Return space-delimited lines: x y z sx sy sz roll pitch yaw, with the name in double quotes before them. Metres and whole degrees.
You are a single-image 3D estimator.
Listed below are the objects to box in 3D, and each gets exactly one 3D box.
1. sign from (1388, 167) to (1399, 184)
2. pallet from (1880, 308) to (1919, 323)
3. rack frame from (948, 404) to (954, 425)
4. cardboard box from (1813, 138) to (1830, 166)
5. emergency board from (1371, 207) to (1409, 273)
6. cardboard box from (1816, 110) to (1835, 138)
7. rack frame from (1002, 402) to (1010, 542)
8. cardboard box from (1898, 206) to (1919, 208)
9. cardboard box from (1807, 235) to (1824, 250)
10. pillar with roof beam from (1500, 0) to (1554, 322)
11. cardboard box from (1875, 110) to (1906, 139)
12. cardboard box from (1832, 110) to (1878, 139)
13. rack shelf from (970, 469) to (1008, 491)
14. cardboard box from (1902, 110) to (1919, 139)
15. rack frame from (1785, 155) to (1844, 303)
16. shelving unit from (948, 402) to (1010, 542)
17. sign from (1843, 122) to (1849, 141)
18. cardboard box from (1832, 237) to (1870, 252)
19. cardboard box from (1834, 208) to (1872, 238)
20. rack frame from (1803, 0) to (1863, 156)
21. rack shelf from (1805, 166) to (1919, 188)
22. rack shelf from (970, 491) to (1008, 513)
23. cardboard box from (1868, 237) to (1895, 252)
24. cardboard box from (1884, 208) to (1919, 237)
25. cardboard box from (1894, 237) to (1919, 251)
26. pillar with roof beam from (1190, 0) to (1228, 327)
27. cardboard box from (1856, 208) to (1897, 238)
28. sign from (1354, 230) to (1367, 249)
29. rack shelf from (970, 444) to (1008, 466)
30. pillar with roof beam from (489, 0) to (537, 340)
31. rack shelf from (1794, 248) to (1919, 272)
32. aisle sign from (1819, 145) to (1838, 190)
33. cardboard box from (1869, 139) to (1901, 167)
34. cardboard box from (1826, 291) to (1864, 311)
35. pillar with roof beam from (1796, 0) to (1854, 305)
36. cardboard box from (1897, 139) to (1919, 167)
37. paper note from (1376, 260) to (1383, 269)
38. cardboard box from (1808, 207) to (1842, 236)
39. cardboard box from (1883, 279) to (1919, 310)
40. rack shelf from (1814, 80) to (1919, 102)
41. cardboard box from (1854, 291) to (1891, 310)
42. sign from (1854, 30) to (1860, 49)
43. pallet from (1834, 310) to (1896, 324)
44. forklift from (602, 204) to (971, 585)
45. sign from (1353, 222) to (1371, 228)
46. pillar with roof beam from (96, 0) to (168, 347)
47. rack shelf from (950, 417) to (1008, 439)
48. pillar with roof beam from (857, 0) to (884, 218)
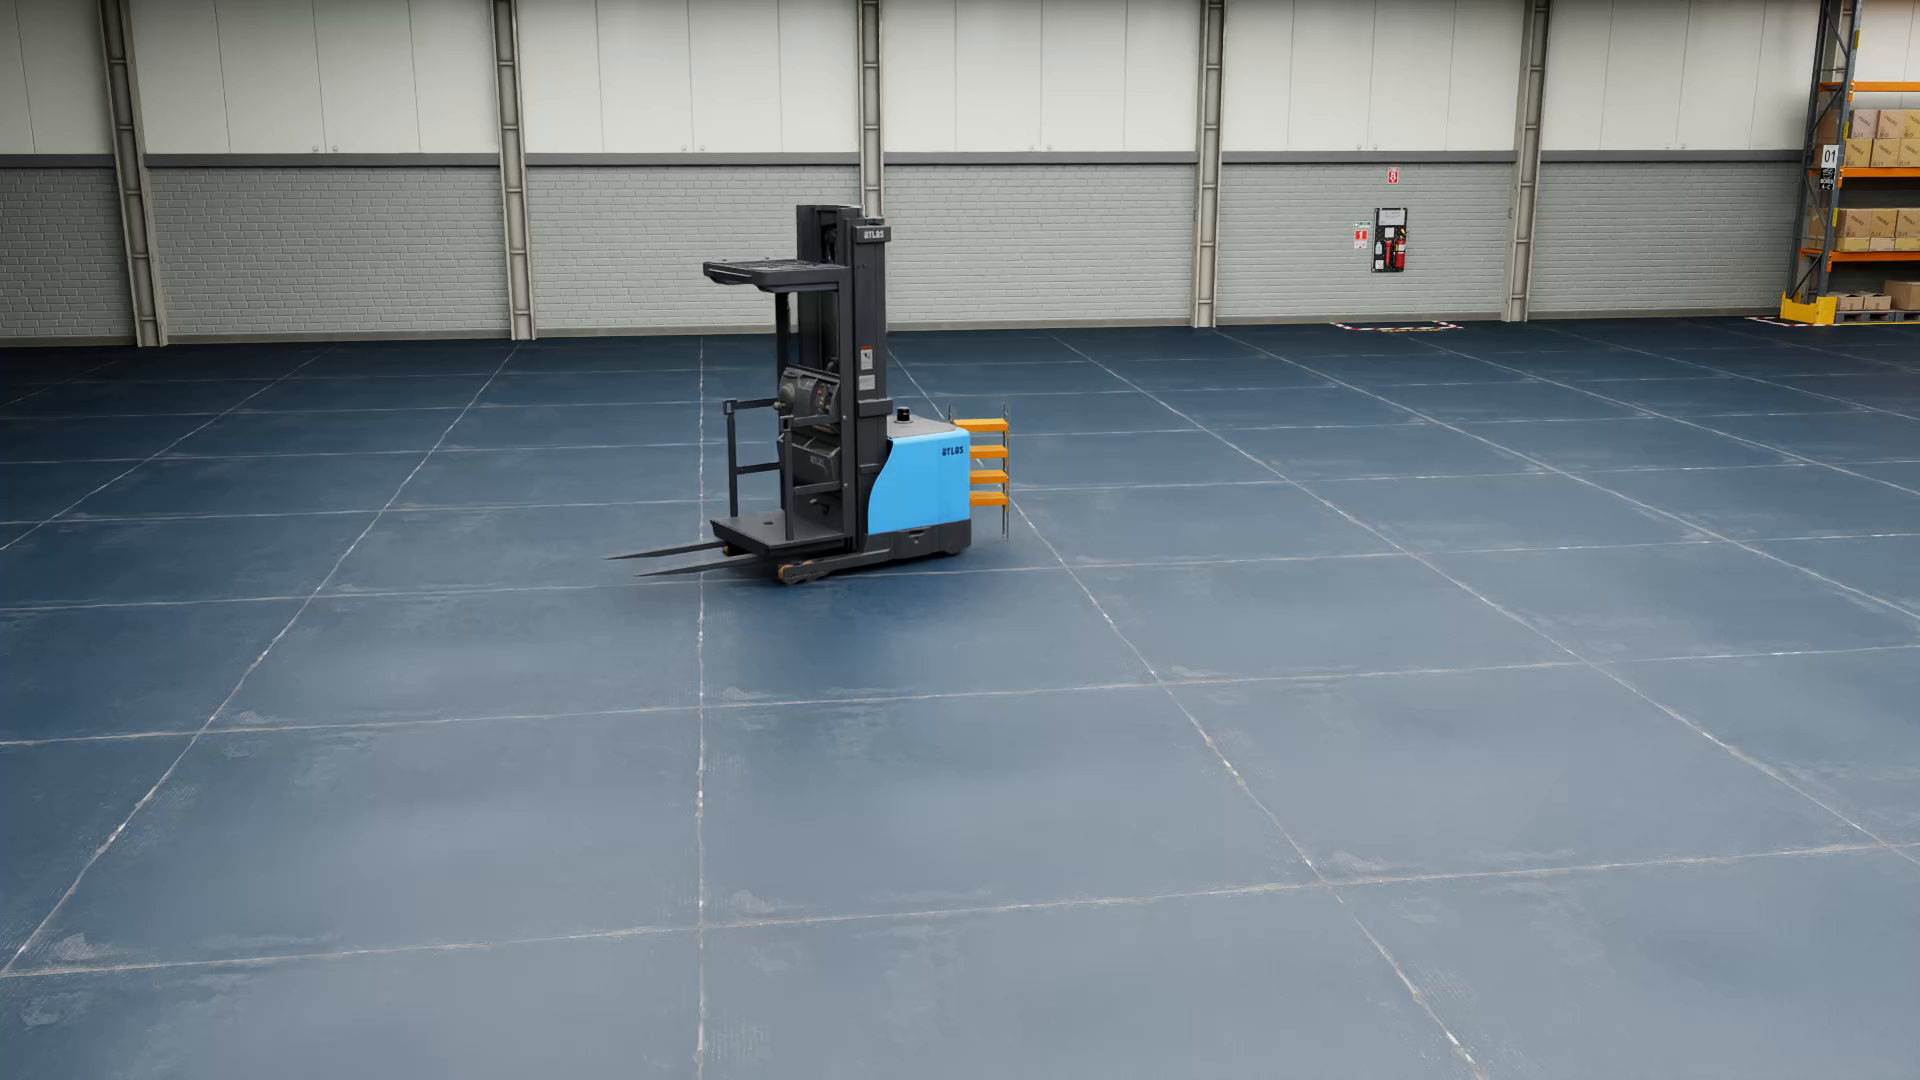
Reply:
"sign" 7.868 -6.623 30.197 0.199 0.298 0.001 -2 14 -8
"pallet" 17.797 -4.253 31.248 1.213 0.211 1.003 -2 14 -8
"rack frame" -0.078 -0.579 14.565 0.015 1.200 0.240 -2 14 -8
"cardboard box" 16.084 -7.128 30.565 0.500 0.500 0.500 -1 14 -4
"emergency board" 7.890 -5.474 30.384 0.643 1.169 0.194 -2 14 -8
"cardboard box" 16.097 -7.615 30.453 0.500 0.500 0.500 -1 14 -6
"rack frame" 0.405 -0.597 14.635 0.015 1.200 0.240 -2 14 -8
"cardboard box" 17.652 -5.962 31.053 0.500 0.500 0.500 -2 14 -8
"cardboard box" 16.143 -5.539 30.910 0.500 0.250 0.500 -2 14 -7
"pillar with roof beam" 10.981 -7.429 25.846 0.400 9.000 9.100 -2 14 -8
"cardboard box" 16.630 -7.498 29.987 0.500 0.500 0.500 -2 14 -9
"cardboard box" 16.127 -7.492 29.963 0.500 0.500 0.500 -3 14 -12
"rack shelf" 0.164 -0.523 14.616 0.480 0.148 0.258 -2 14 -8
"cardboard box" 17.135 -7.520 30.071 0.500 0.500 0.500 -2 14 -7
"rack frame" 15.709 -5.539 30.641 0.127 3.000 1.000 -2 14 -8
"shelving unit" 0.164 -0.588 14.600 0.503 1.200 0.258 -2 14 -8
"sign" 15.790 -7.287 29.649 0.005 0.325 0.100 -2 14 -8
"cardboard box" 16.239 -5.417 30.423 0.500 0.250 0.500 -3 14 -10
"cardboard box" 16.226 -5.784 30.346 0.500 0.500 0.500 -2 14 -8
"rack frame" 15.709 -8.449 29.911 0.127 3.000 1.000 -2 14 -8
"rack shelf" 17.687 -6.717 30.653 4.000 0.370 1.077 -2 14 -8
"rack shelf" 0.164 -0.330 14.664 0.480 0.148 0.258 -2 14 -8
"cardboard box" 16.751 -5.439 30.512 0.500 0.250 0.500 -3 14 -10
"cardboard box" 17.228 -5.817 30.477 0.500 0.500 0.500 -3 14 -10
"cardboard box" 17.255 -5.456 30.579 0.500 0.250 0.500 -2 14 -9
"pillar with roof beam" 5.048 -7.212 24.979 0.400 9.000 9.100 -2 14 -8
"cardboard box" 16.717 -5.800 30.408 0.500 0.500 0.500 -2 14 -8
"sign" 7.328 -5.497 30.399 0.234 0.329 0.001 -2 14 -8
"rack shelf" 0.164 -0.740 14.562 0.480 0.148 0.258 -2 14 -8
"pillar with roof beam" -6.818 -6.777 23.245 0.400 9.000 9.100 -2 14 -8
"rack shelf" 17.687 -5.262 31.018 4.000 0.370 1.077 -2 14 -8
"aisle sign" 15.683 -6.725 30.027 0.004 0.787 0.394 -2 14 -8
"cardboard box" 16.614 -7.015 30.114 0.500 0.500 0.500 -1 14 -5
"cardboard box" 16.407 -4.451 30.928 0.500 0.311 0.500 -4 15 -15
"pillar with roof beam" 16.914 -7.647 26.713 0.400 9.000 9.100 -2 14 -8
"cardboard box" 17.127 -7.035 30.192 0.500 0.500 0.500 -1 14 -6
"paper note" 7.705 -5.057 30.532 0.142 0.148 0.016 -2 14 -8
"cardboard box" 16.144 -5.908 30.838 0.500 0.500 0.500 -2 14 -9
"cardboard box" 17.704 -4.578 31.046 0.500 0.500 0.700 -3 14 -12
"rack shelf" 17.687 -8.171 30.288 4.000 0.370 1.077 -2 14 -8
"cardboard box" 16.971 -4.472 31.011 0.500 0.311 0.500 -1 14 -4
"sign" 15.790 -8.810 29.268 0.005 0.325 0.100 -2 14 -8
"pallet" 16.593 -4.210 31.075 1.213 0.211 1.003 -2 14 -8
"forklift" -1.411 -1.207 13.509 3.031 2.935 1.130 -9 17 -33
"sign" 7.334 -5.752 30.327 0.331 0.109 0.001 -2 14 -8
"pillar with roof beam" -12.751 -6.559 22.378 0.400 9.000 9.100 -2 14 -8
"rack shelf" 0.164 -0.969 14.504 0.480 0.148 0.258 -2 14 -8
"pillar with roof beam" -0.885 -6.994 24.112 0.400 9.000 9.100 -2 14 -8
